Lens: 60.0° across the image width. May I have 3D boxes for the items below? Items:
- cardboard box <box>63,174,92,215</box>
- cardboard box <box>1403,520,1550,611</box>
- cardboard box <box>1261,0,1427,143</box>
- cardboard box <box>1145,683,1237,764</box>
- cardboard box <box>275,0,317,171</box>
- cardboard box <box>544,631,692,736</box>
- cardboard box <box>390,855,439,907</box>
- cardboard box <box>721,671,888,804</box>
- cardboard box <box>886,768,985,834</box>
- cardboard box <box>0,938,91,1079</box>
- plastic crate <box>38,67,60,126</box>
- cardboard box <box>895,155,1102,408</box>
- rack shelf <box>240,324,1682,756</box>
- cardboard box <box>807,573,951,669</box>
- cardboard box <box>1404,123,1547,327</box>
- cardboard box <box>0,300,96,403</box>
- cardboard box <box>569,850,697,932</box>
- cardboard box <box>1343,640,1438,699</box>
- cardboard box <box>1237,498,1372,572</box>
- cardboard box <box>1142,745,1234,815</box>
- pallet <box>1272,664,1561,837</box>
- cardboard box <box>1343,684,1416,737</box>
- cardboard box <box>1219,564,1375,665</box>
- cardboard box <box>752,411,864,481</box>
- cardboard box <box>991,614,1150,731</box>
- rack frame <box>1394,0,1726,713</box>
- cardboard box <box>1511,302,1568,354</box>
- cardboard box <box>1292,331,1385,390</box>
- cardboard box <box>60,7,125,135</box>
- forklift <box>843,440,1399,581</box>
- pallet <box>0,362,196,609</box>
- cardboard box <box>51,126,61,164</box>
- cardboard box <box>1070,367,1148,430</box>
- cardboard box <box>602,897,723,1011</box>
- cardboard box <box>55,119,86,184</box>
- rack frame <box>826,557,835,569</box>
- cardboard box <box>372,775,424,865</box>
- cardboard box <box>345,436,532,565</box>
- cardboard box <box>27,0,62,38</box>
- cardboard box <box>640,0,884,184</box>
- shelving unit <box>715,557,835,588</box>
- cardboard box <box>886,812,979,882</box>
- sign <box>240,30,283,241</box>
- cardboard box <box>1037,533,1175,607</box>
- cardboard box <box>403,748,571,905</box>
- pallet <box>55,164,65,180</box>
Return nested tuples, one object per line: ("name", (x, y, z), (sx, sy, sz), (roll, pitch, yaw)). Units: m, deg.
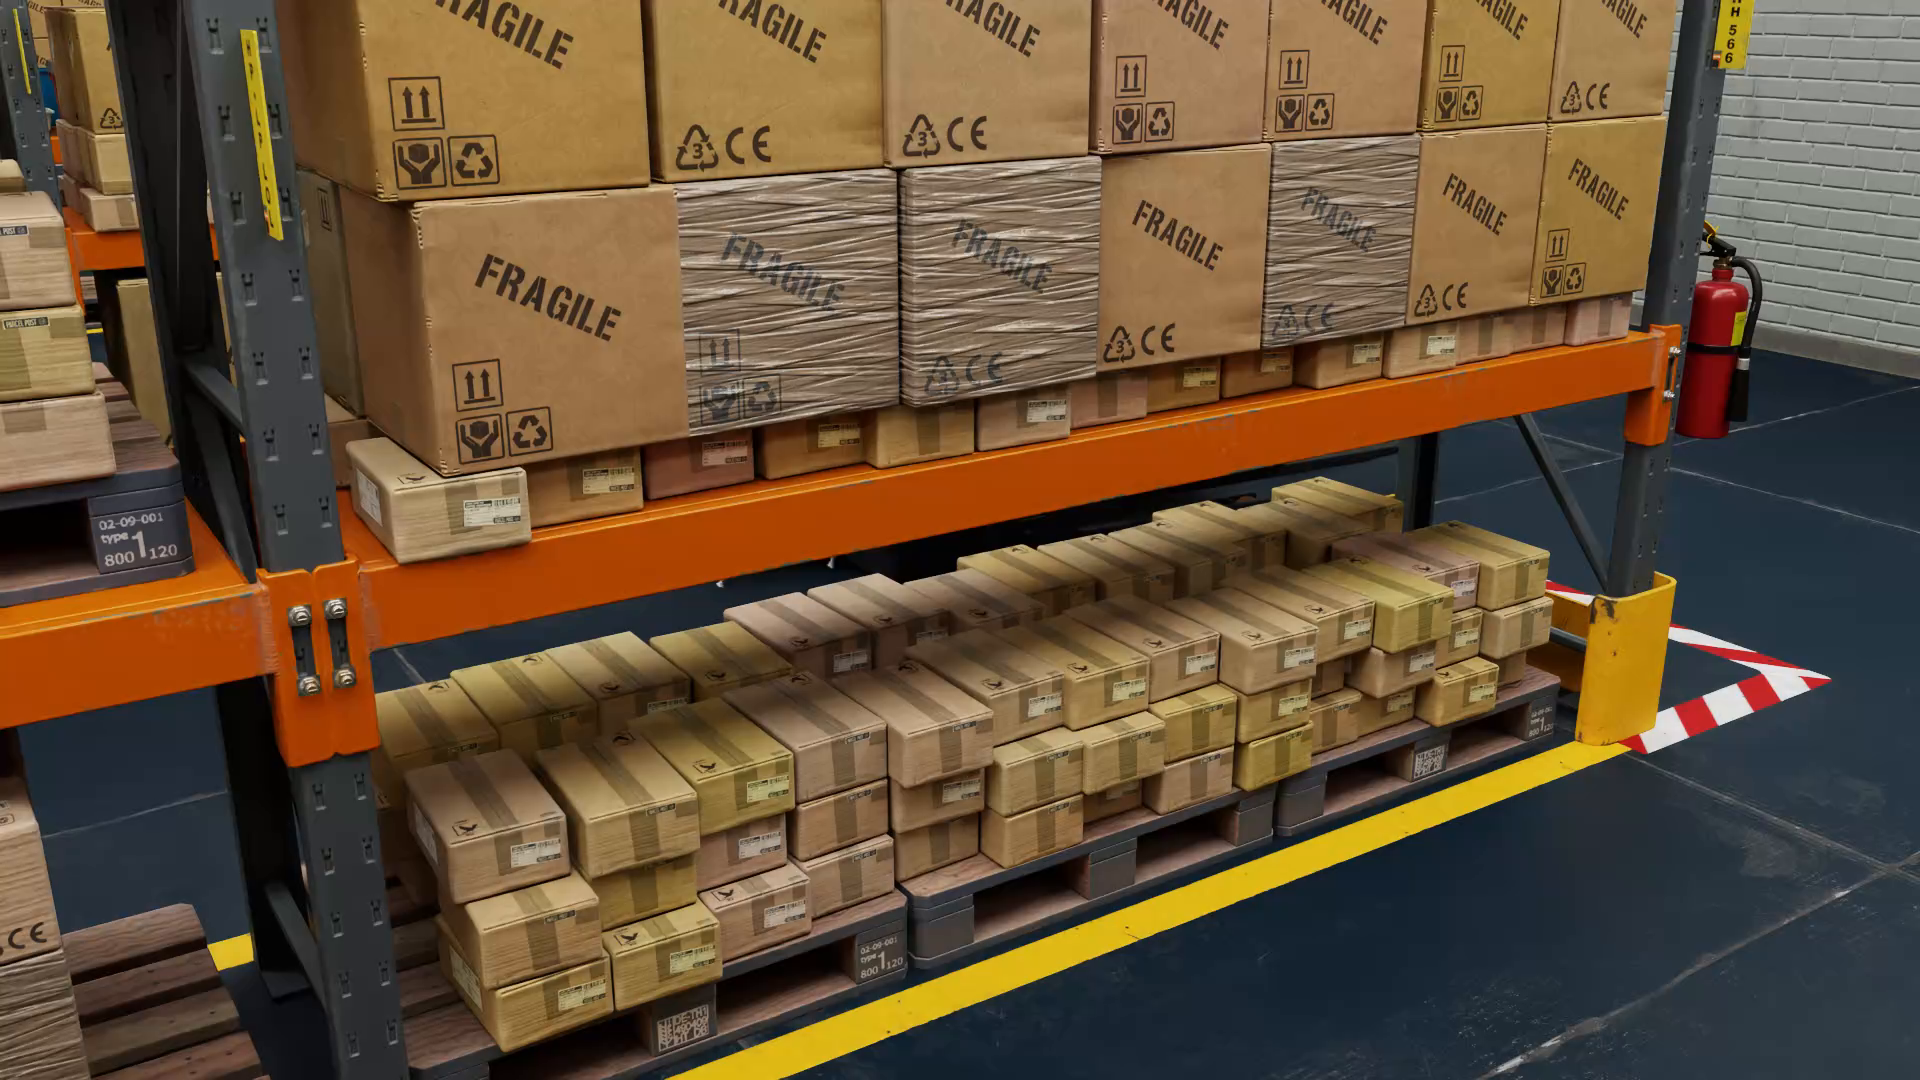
("cardboard box", (-4.003, -1.618, 7.738), (0.250, 0.149, 0.380), (-12, 22, -31))
("cardboard box", (1.604, 0.075, 5.205), (0.250, 0.149, 0.380), (-12, 22, -31))
("cardboard box", (0.809, -1.287, 4.186), (0.500, 0.500, 0.500), (-11, 21, -29))
("cardboard box", (0.541, 0.451, 4.557), (0.250, 0.149, 0.380), (-11, 21, -29))
("cardboard box", (-1.190, -1.068, 3.538), (0.500, 0.500, 0.500), (-13, 23, -33))
("cardboard box", (-0.884, 0.385, 4.288), (0.250, 0.149, 0.380), (-12, 22, -32))
("cardboard box", (-1.293, 0.741, 4.166), (0.250, 0.149, 0.380), (-12, 22, -31))
("cardboard box", (-0.380, 0.471, 4.034), (0.250, 0.149, 0.380), (-13, 22, -33))
("cardboard box", (-0.139, 0.572, 4.202), (0.250, 0.149, 0.380), (-11, 21, -29))
("cardboard box", (-1.913, 0.932, 3.051), (0.500, 0.500, 0.500), (-12, 22, -32))
("plastic crate", (-6.599, -3.114, 11.705), (0.575, 0.384, 0.392), (-12, 22, -31))
("cardboard box", (-0.032, -0.627, 3.795), (0.500, 0.500, 0.500), (-12, 22, -33))
("rack shelf", (0.237, -0.262, 4.460), (4.000, 0.370, 1.077), (-12, 22, -31))
("cardboard box", (-0.231, 0.237, 4.726), (0.250, 0.149, 0.380), (-13, 23, -33))
("cardboard box", (1.240, -0.906, 4.621), (0.500, 0.500, 0.500), (-12, 22, -32))
("cardboard box", (-1.657, -0.349, 2.865), (0.250, 0.149, 0.380), (-11, 22, -30))
("cardboard box", (-0.793, 0.713, 3.783), (0.250, 0.149, 0.380), (-12, 22, -31))
("cardboard box", (1.190, 0.317, 4.956), (0.250, 0.149, 0.380), (-13, 23, -34))
("cardboard box", (1.119, -0.003, 5.438), (0.250, 0.149, 0.380), (-11, 22, -30))
("cardboard box", (0.538, 0.592, 4.606), (0.250, 0.149, 0.380), (-11, 22, -30))
("pallet", (1.146, 0.513, 5.399), (1.213, 0.211, 1.003), (-12, 22, -31))
("cardboard box", (1.155, 0.441, 5.054), (0.250, 0.149, 0.380), (-12, 22, -32))
("cardboard box", (0.965, 0.213, 4.799), (0.250, 0.149, 0.380), (-13, 23, -34))
("cardboard box", (-0.418, -0.267, 3.743), (0.250, 0.149, 0.380), (-13, 23, -34))
("cardboard box", (0.287, 0.345, 4.407), (0.250, 0.149, 0.380), (-12, 22, -31))
("rack frame", (1.907, -0.955, 5.387), (0.127, 3.000, 1.000), (-12, 22, -31))
("cardboard box", (1.562, -0.670, 4.934), (0.250, 0.149, 0.380), (-12, 22, -31))
("cardboard box", (0.924, -0.532, 4.526), (0.250, 0.149, 0.380), (-13, 23, -34))
("cardboard box", (-3.536, -2.036, 7.183), (0.500, 0.500, 0.500), (-12, 22, -31))
("forklift", (0.792, -1.524, 7.175), (3.031, 2.935, 1.130), (-10, 21, -26))
("pallet", (-2.152, -0.064, 3.051), (1.213, 0.211, 1.003), (-12, 22, -31))
("cardboard box", (-11.147, -4.777, 19.938), (0.500, 0.500, 0.700), (-12, 22, -32))
("cardboard box", (0.255, -0.399, 4.133), (0.250, 0.149, 0.380), (-11, 22, -29))
("cardboard box", (-0.730, 0.876, 3.766), (0.250, 0.149, 0.380), (-11, 22, -30))
("cardboard box", (-3.853, -1.813, 7.694), (0.500, 0.250, 0.500), (-12, 22, -32))
("rack frame", (-0.582, -0.483, 6.801), (0.015, 1.200, 0.240), (-10, 21, -26))
("cardboard box", (-1.345, 0.619, 4.060), (0.250, 0.149, 0.380), (-11, 22, -30))
("cardboard box", (-1.017, -0.094, 3.232), (0.250, 0.149, 0.380), (-11, 22, -29))
("cardboard box", (-8.543, -4.865, 15.236), (0.500, 0.500, 0.500), (-13, 22, -33))
("cardboard box", (-0.498, -1.022, 3.404), (0.500, 0.500, 0.500), (-13, 22, -33))
("shelving unit", (-0.798, -0.447, 6.692), (0.503, 1.200, 0.258), (-10, 21, -26))
("cardboard box", (-0.161, 0.703, 4.277), (0.250, 0.149, 0.380), (-13, 23, -34))
("sign", (-1.125, -0.651, 2.680), (0.005, 0.325, 0.100), (-12, 22, -31))
("cardboard box", (0.439, 0.119, 5.077), (0.250, 0.149, 0.380), (-11, 22, -29))
("cardboard box", (-1.032, 0.614, 3.613), (0.250, 0.149, 0.380), (-11, 22, -29))
("pallet", (-10.552, -4.578, 20.457), (1.213, 0.211, 1.003), (-12, 22, -31))
